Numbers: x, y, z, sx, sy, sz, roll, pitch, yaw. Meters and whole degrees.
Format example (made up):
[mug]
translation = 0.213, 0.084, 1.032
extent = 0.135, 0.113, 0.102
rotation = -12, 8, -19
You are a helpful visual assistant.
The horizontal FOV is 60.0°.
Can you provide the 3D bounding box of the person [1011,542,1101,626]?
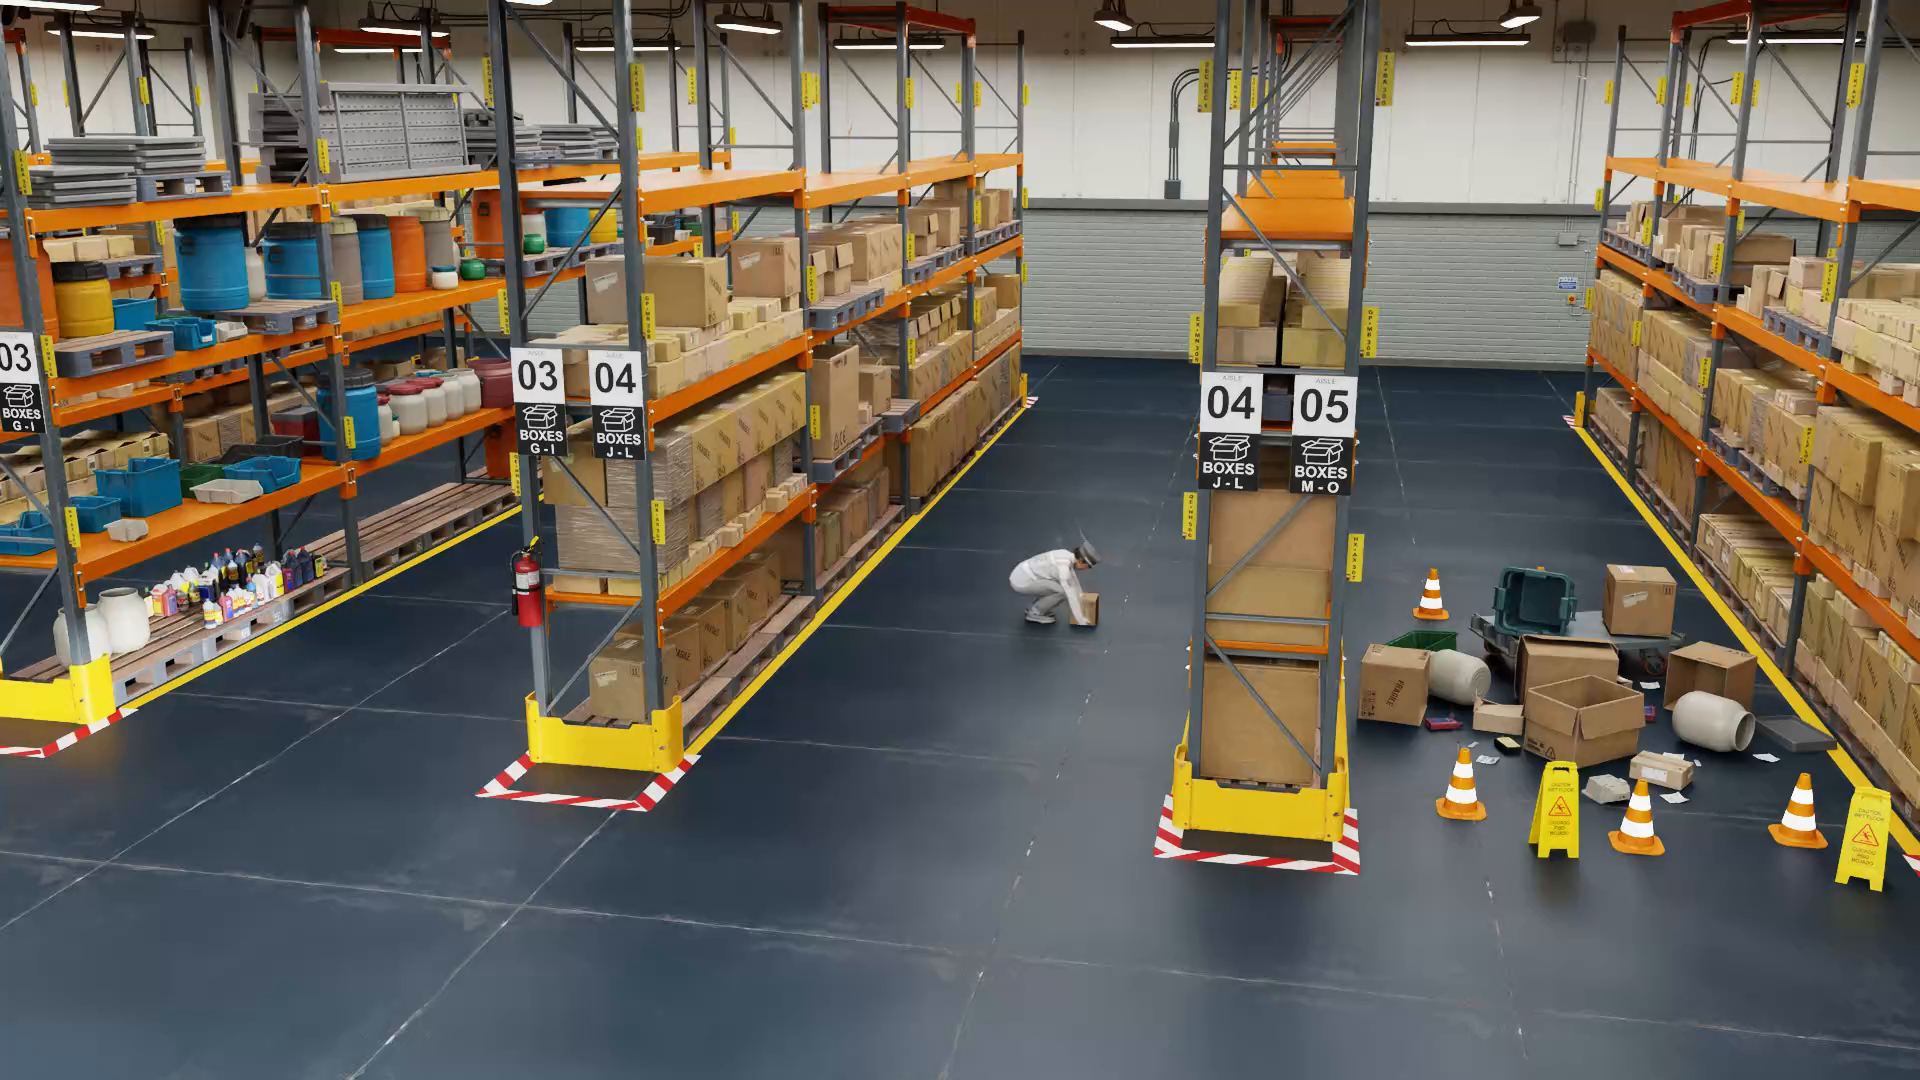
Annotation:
[person]
translation = 0.937, 0.514, 16.263
extent = 0.869, 0.673, 0.468
rotation = 3, 15, 11
